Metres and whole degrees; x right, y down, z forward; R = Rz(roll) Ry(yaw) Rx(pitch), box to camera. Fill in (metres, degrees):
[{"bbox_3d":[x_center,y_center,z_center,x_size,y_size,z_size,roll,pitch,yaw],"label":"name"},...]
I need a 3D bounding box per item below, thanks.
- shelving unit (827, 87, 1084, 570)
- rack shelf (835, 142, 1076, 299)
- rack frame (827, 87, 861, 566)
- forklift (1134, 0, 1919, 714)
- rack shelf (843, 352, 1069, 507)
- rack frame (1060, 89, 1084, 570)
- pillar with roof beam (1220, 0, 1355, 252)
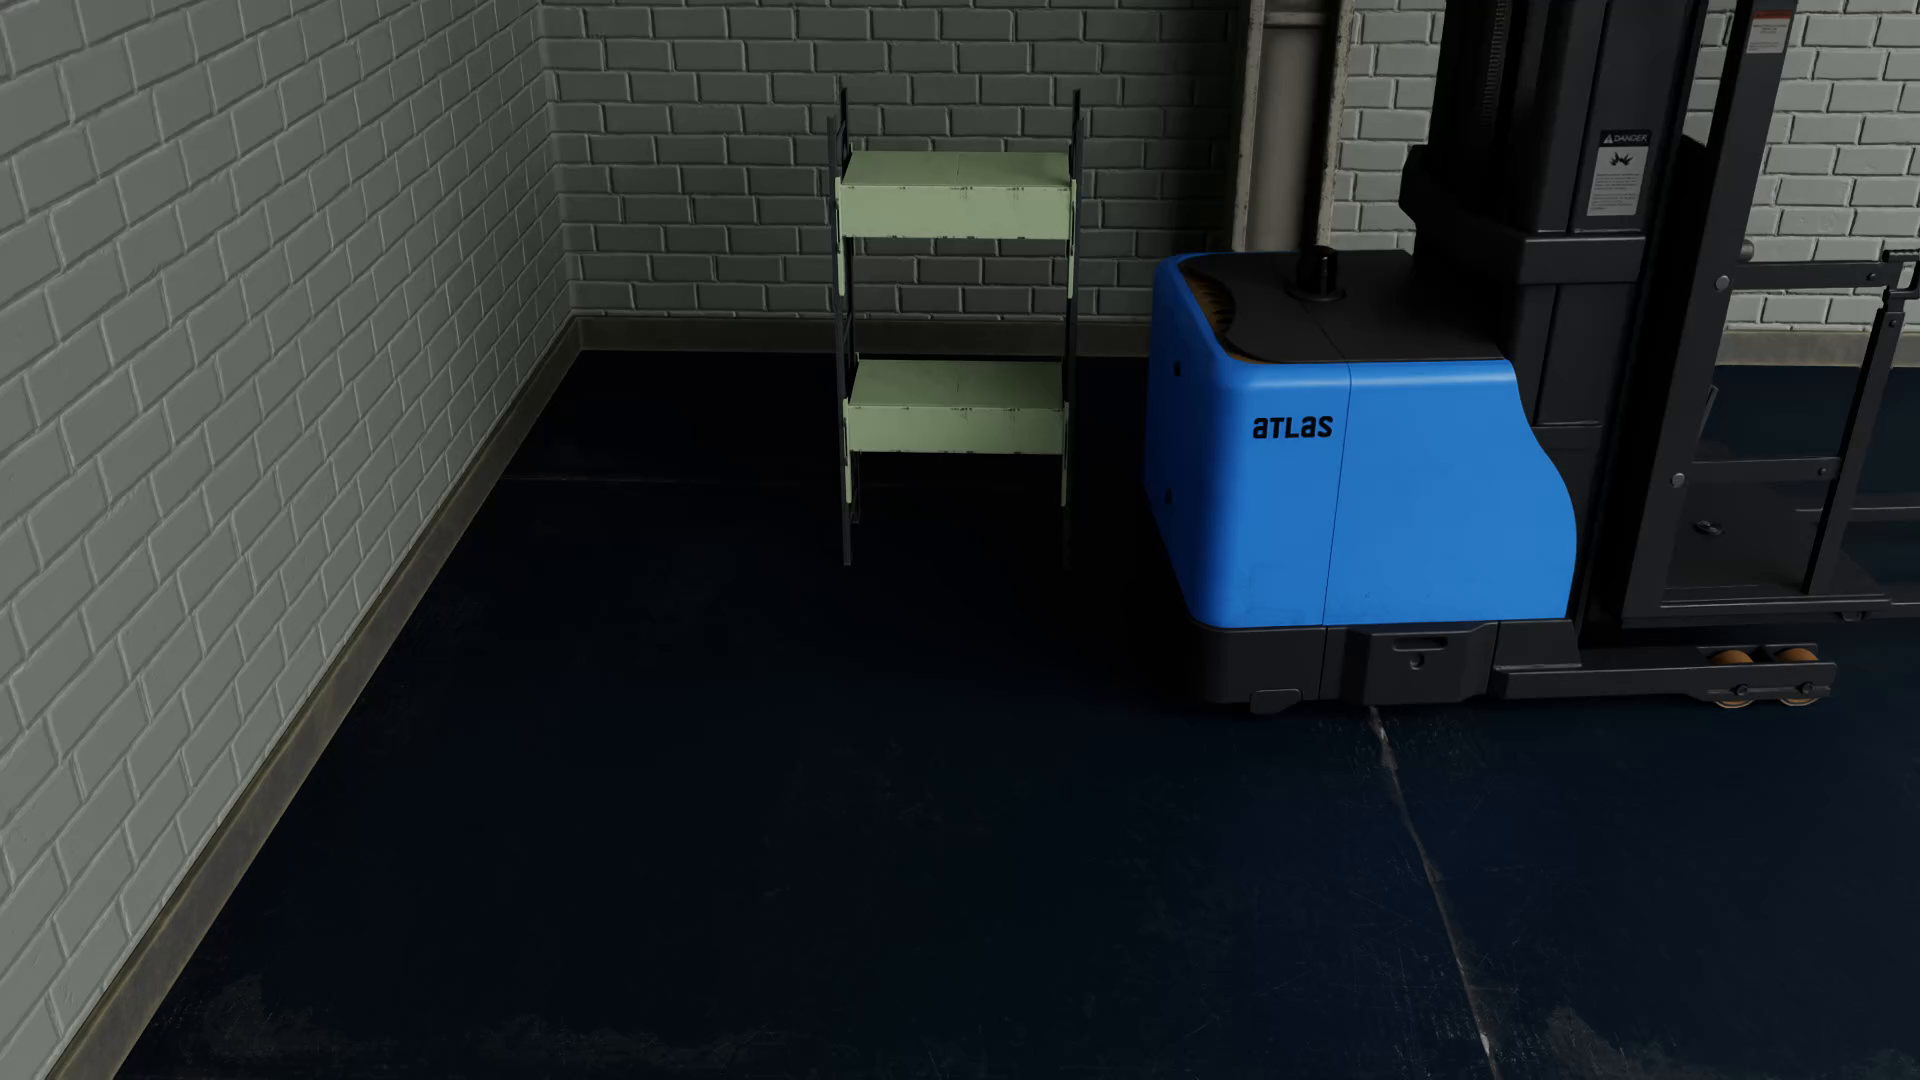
[{"bbox_3d":[-0.007,-0.663,5.399,0.755,1.500,0.431,1,28,2],"label":"shelving unit"},{"bbox_3d":[-0.007,-1.008,5.216,0.720,0.370,0.431,1,28,2],"label":"rack shelf"},{"bbox_3d":[-0.372,-0.669,5.410,0.023,1.500,0.400,1,28,2],"label":"rack frame"},{"bbox_3d":[2.121,-1.052,4.606,3.031,2.935,1.130,-2,28,-3],"label":"forklift"},{"bbox_3d":[-0.007,-0.375,5.552,0.720,0.370,0.431,1,28,2],"label":"rack shelf"},{"bbox_3d":[0.359,-0.657,5.388,0.023,1.500,0.400,1,28,2],"label":"rack frame"},{"bbox_3d":[1.145,-2.694,1.225,0.400,9.000,9.100,1,28,2],"label":"pillar with roof beam"}]
